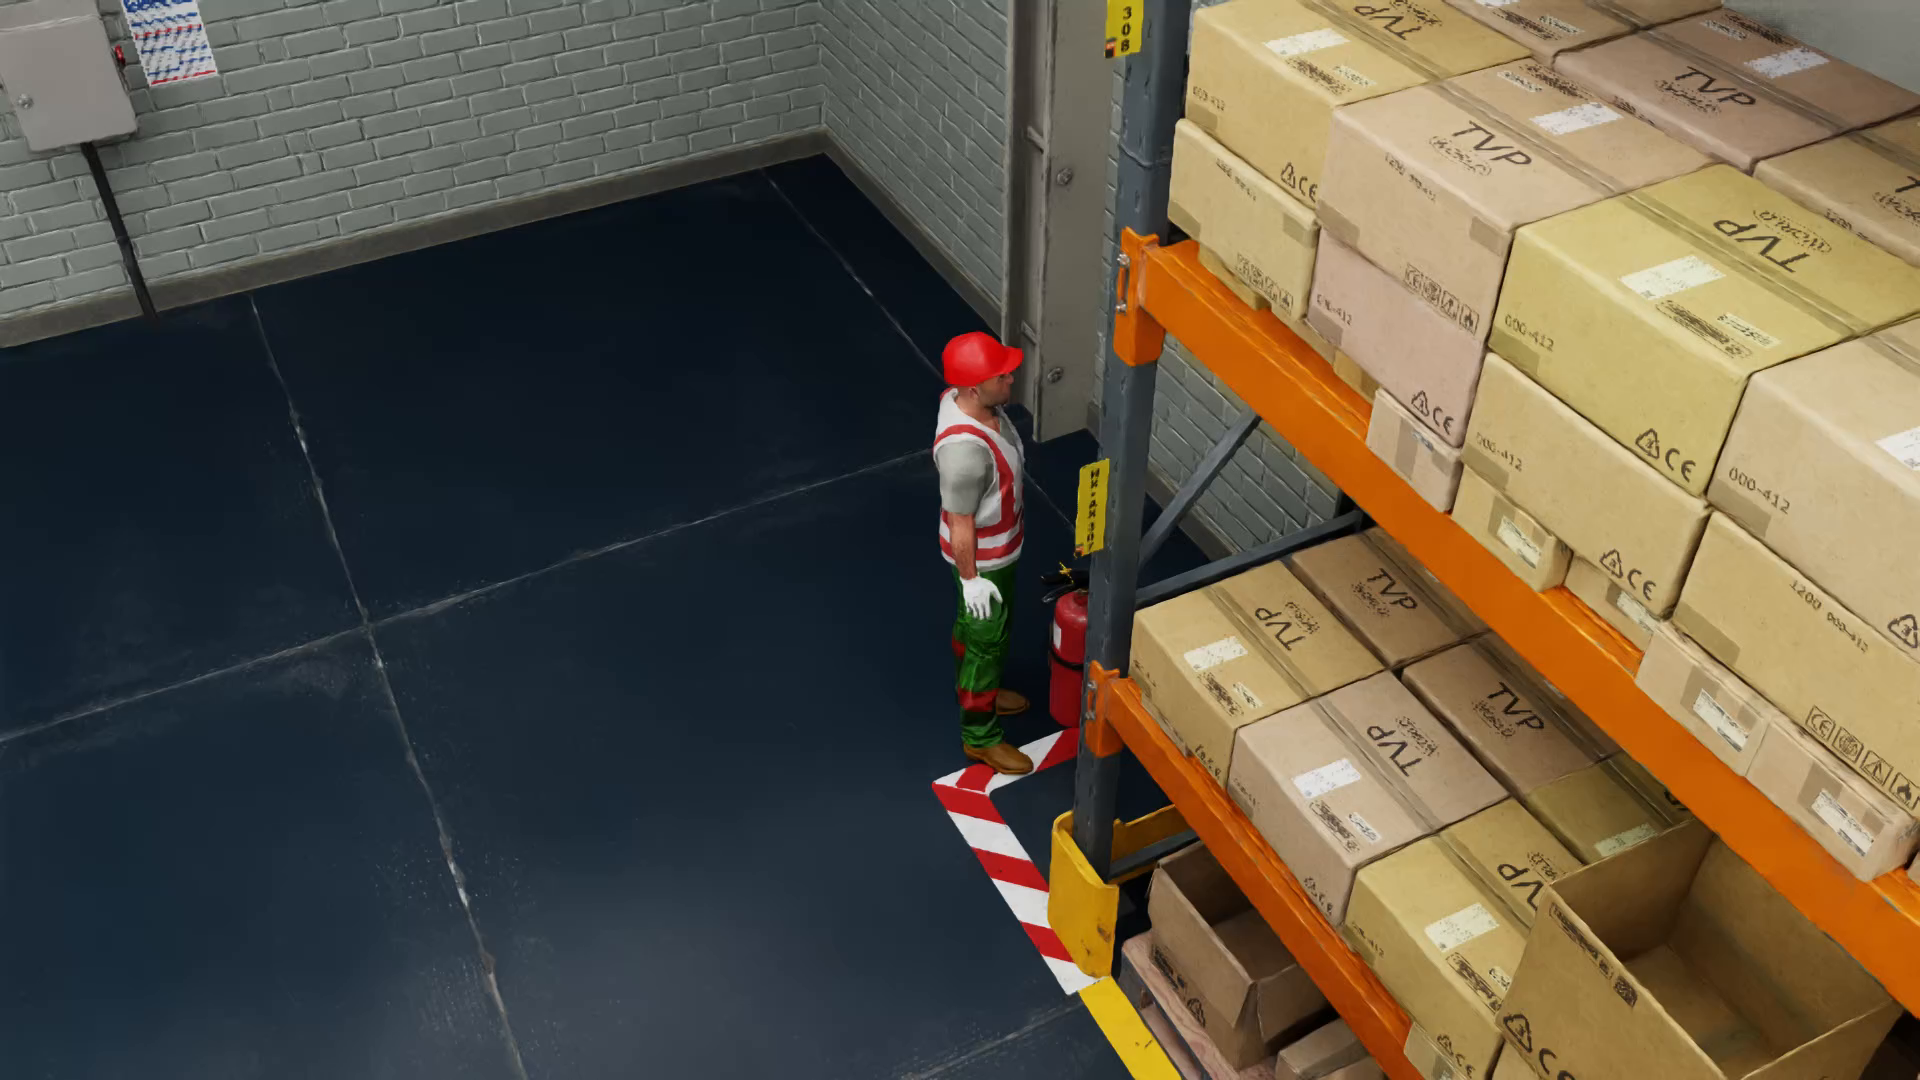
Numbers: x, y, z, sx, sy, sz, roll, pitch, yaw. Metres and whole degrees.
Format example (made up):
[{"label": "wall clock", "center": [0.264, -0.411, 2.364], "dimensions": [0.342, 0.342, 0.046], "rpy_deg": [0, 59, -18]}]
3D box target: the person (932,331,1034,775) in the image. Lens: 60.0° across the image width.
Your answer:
[{"label": "person", "center": [0.106, 0.024, 6.097], "dimensions": [0.395, 1.798, 0.682], "rpy_deg": [2, 41, 3]}]
